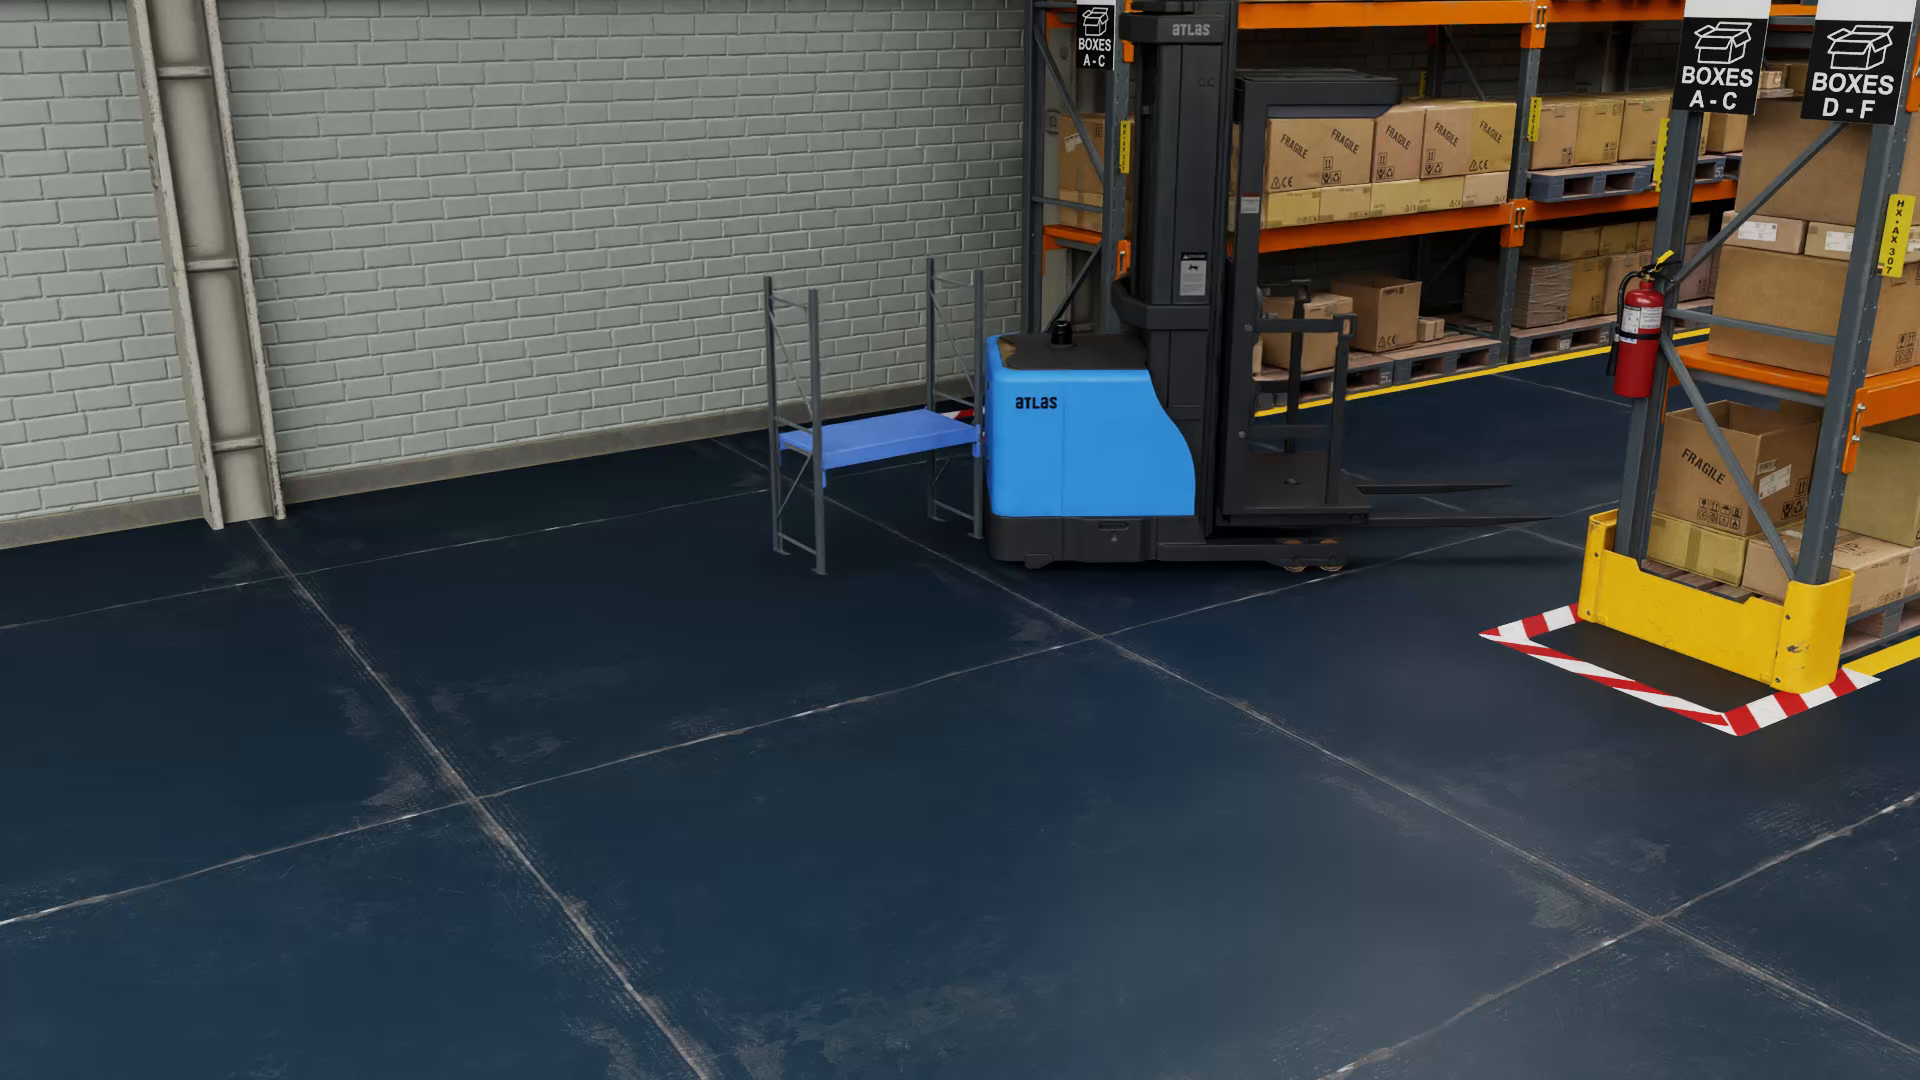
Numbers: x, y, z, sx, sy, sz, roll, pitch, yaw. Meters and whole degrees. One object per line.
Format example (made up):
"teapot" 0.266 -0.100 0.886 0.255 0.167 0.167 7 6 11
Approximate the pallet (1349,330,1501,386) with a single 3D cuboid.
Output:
"pallet" 3.556 -1.512 13.388 1.213 0.211 1.003 -12 22 -31

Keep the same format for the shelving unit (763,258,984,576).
"shelving unit" -0.446 -0.685 8.929 1.048 1.500 0.538 -13 23 -33

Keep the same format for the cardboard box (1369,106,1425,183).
"cardboard box" 3.032 -2.913 12.211 0.500 0.500 0.500 -13 22 -33

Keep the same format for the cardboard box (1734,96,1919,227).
"cardboard box" 3.925 -1.682 7.355 0.500 0.500 0.700 -12 22 -31

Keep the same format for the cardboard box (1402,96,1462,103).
"cardboard box" 3.590 -3.228 13.141 0.500 0.500 0.500 -13 22 -33

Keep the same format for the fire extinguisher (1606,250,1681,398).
"fire extinguisher" 3.130 -0.999 7.637 0.183 0.674 0.296 -12 22 -31

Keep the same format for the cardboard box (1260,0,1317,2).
"cardboard box" 2.073 -3.904 11.238 0.500 0.500 0.500 -11 21 -29

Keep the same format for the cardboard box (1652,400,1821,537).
"cardboard box" 3.769 -0.358 8.086 0.500 0.500 0.500 -12 22 -31

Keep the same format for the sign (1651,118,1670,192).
"sign" 3.197 -1.740 7.532 0.005 0.325 0.100 -12 22 -31

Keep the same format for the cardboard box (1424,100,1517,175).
"cardboard box" 3.873 -3.089 12.729 0.500 0.500 0.500 -12 22 -32

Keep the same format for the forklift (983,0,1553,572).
"forklift" 1.656 -1.390 8.780 3.031 2.935 1.130 -1 19 -2

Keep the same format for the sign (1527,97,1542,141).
"sign" 4.402 -3.227 12.756 0.005 0.325 0.100 -12 22 -31

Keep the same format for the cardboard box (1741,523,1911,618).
"cardboard box" 4.055 0.137 7.795 0.500 0.250 0.500 -12 22 -31

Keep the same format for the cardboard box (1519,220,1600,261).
"cardboard box" 5.069 -2.553 14.158 0.500 0.250 0.500 -12 22 -33

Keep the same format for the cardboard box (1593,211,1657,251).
"cardboard box" 5.928 -2.729 14.678 0.500 0.250 0.500 -12 22 -32

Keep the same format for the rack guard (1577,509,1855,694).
"rack guard" 3.464 0.256 7.706 0.348 0.500 1.175 -12 22 -31

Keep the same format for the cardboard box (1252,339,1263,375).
"cardboard box" 1.860 -1.389 12.182 0.500 0.311 0.500 -10 21 -27

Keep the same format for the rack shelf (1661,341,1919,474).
"rack shelf" 5.155 -0.944 8.476 4.000 0.370 1.077 -12 22 -31

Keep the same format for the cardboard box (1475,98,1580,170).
"cardboard box" 4.541 -3.297 13.471 0.500 0.500 0.700 -12 22 -31

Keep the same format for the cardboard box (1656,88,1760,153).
"cardboard box" 6.599 -3.730 14.752 0.500 0.500 0.700 -14 23 -36

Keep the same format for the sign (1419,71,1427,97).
"sign" 3.789 -3.657 13.572 0.005 0.325 0.100 -12 22 -31

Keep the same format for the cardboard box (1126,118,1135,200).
"cardboard box" 1.321 -2.554 11.147 0.500 0.500 0.500 -12 22 -31

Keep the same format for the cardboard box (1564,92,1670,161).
"cardboard box" 5.545 -3.518 14.125 0.500 0.500 0.700 -9 21 -24

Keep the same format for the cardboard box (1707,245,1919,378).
"cardboard box" 3.881 -1.058 7.535 0.500 0.500 0.700 -12 22 -31

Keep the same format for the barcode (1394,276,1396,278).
"barcode" 3.514 -2.106 13.507 0.075 0.075 0.001 -12 22 -31

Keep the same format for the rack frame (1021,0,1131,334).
"rack frame" 0.757 -2.256 11.236 0.127 3.000 1.000 -12 22 -31

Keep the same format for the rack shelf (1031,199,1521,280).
"rack shelf" 2.427 -2.268 12.393 4.000 0.370 1.077 -12 22 -31

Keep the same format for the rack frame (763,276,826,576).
"rack frame" -0.860 -0.590 8.649 0.032 1.500 0.500 -13 23 -33

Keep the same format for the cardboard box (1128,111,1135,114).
"cardboard box" 1.459 -2.776 11.805 0.500 0.500 0.500 -12 22 -31

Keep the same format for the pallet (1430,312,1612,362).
"pallet" 4.747 -1.778 14.173 1.213 0.211 1.003 -12 22 -31

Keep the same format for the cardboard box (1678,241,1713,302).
"cardboard box" 6.371 -2.489 15.141 0.500 0.500 0.700 -12 22 -31

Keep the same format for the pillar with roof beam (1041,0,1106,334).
"pillar with roof beam" 3.233 -4.302 7.918 0.400 9.000 9.100 -12 22 -31

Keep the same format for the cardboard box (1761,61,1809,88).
"cardboard box" 7.674 -4.368 15.658 0.500 0.250 0.500 -11 22 -30

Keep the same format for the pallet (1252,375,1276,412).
"pallet" 1.518 -1.083 12.117 1.213 0.211 1.003 -12 22 -31

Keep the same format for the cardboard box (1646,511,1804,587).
"cardboard box" 3.770 -0.002 8.205 0.500 0.250 0.500 -12 22 -31

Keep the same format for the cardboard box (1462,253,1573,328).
"cardboard box" 4.703 -2.119 14.046 0.500 0.500 0.700 -11 22 -30

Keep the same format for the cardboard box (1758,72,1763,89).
"cardboard box" 6.906 -4.099 14.831 0.250 0.149 0.380 -17 25 -40

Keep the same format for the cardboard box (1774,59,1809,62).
"cardboard box" 8.109 -4.458 15.925 0.500 0.250 0.500 -13 22 -33

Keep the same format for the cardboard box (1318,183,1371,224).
"cardboard box" 2.617 -2.468 12.064 0.500 0.250 0.500 -12 22 -31

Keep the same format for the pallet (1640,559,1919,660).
"pallet" 4.100 0.243 8.196 1.213 0.211 1.003 -12 22 -31

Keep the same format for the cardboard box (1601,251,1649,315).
"cardboard box" 5.555 -2.303 14.589 0.500 0.500 0.700 -12 22 -31

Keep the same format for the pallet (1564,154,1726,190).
"pallet" 5.807 -3.215 14.371 1.213 0.211 1.003 -12 22 -31

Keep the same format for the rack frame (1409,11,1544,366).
"rack frame" 4.097 -2.961 13.320 0.127 3.000 1.000 -12 22 -31

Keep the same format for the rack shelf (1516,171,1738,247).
"rack shelf" 5.768 -2.973 14.477 4.000 0.370 1.077 -12 22 -31

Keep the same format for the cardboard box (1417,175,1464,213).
"cardboard box" 3.448 -2.649 12.601 0.500 0.250 0.500 -12 22 -31

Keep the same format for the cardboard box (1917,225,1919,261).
"cardboard box" 4.149 -1.346 7.372 0.250 0.149 0.380 -13 22 -33

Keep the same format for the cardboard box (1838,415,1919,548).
"cardboard box" 4.471 -0.307 7.937 0.500 0.500 0.500 -12 22 -31

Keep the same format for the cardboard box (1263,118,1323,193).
"cardboard box" 2.174 -2.728 11.661 0.500 0.500 0.500 -13 22 -33

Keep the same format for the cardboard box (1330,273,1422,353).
"cardboard box" 3.253 -1.792 13.077 0.500 0.500 0.500 -14 23 -35

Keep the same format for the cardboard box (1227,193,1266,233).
"cardboard box" 1.765 -2.291 11.541 0.500 0.250 0.500 -13 22 -33

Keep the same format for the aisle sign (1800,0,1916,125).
"aisle sign" 3.598 -2.070 6.625 0.004 0.787 0.394 -12 22 -31

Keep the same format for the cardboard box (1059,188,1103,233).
"cardboard box" 1.041 -2.329 11.653 0.500 0.250 0.500 -12 22 -31
